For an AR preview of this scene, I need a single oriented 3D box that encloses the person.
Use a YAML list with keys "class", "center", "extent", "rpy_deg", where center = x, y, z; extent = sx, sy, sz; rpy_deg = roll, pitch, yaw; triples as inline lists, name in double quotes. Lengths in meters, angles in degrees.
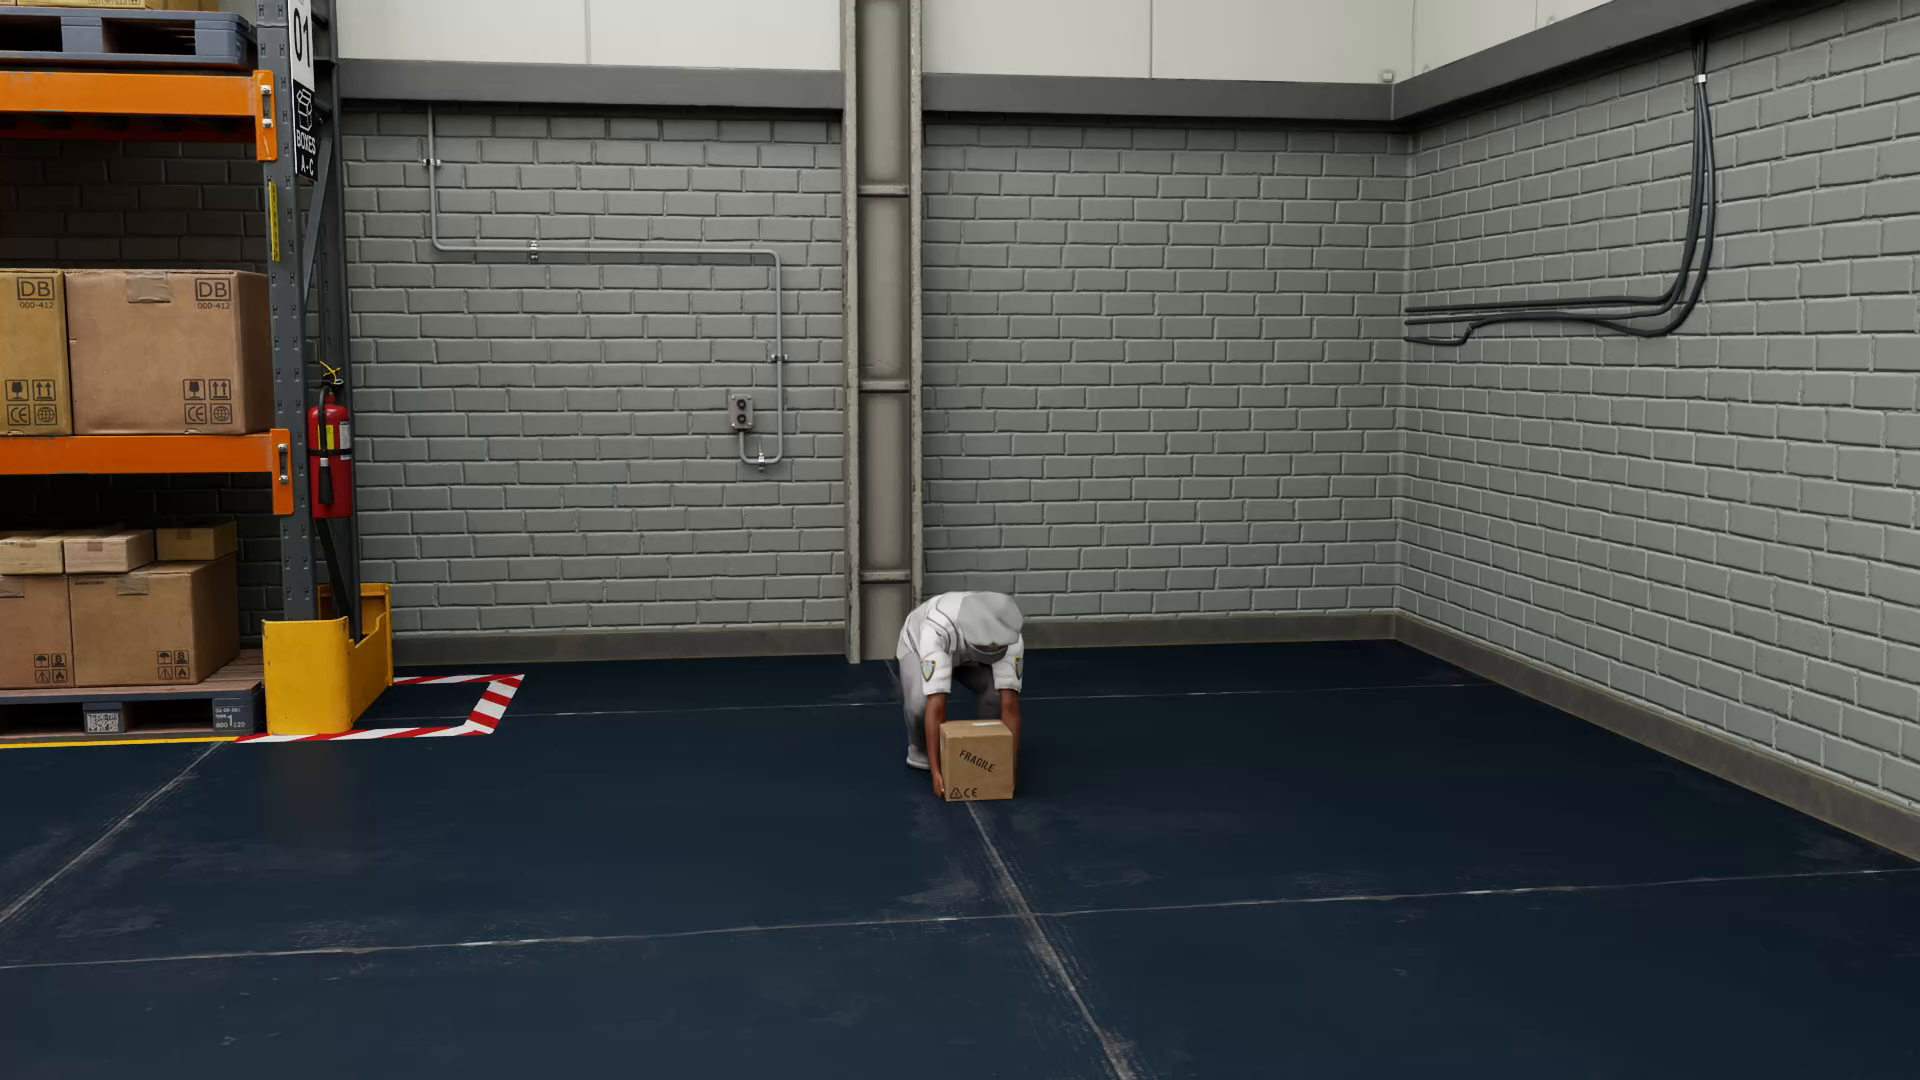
- class: "person"
  center: [0.002, 0.561, 6.561]
  extent: [0.457, 0.808, 0.909]
  rpy_deg: [-1, 7, -10]
